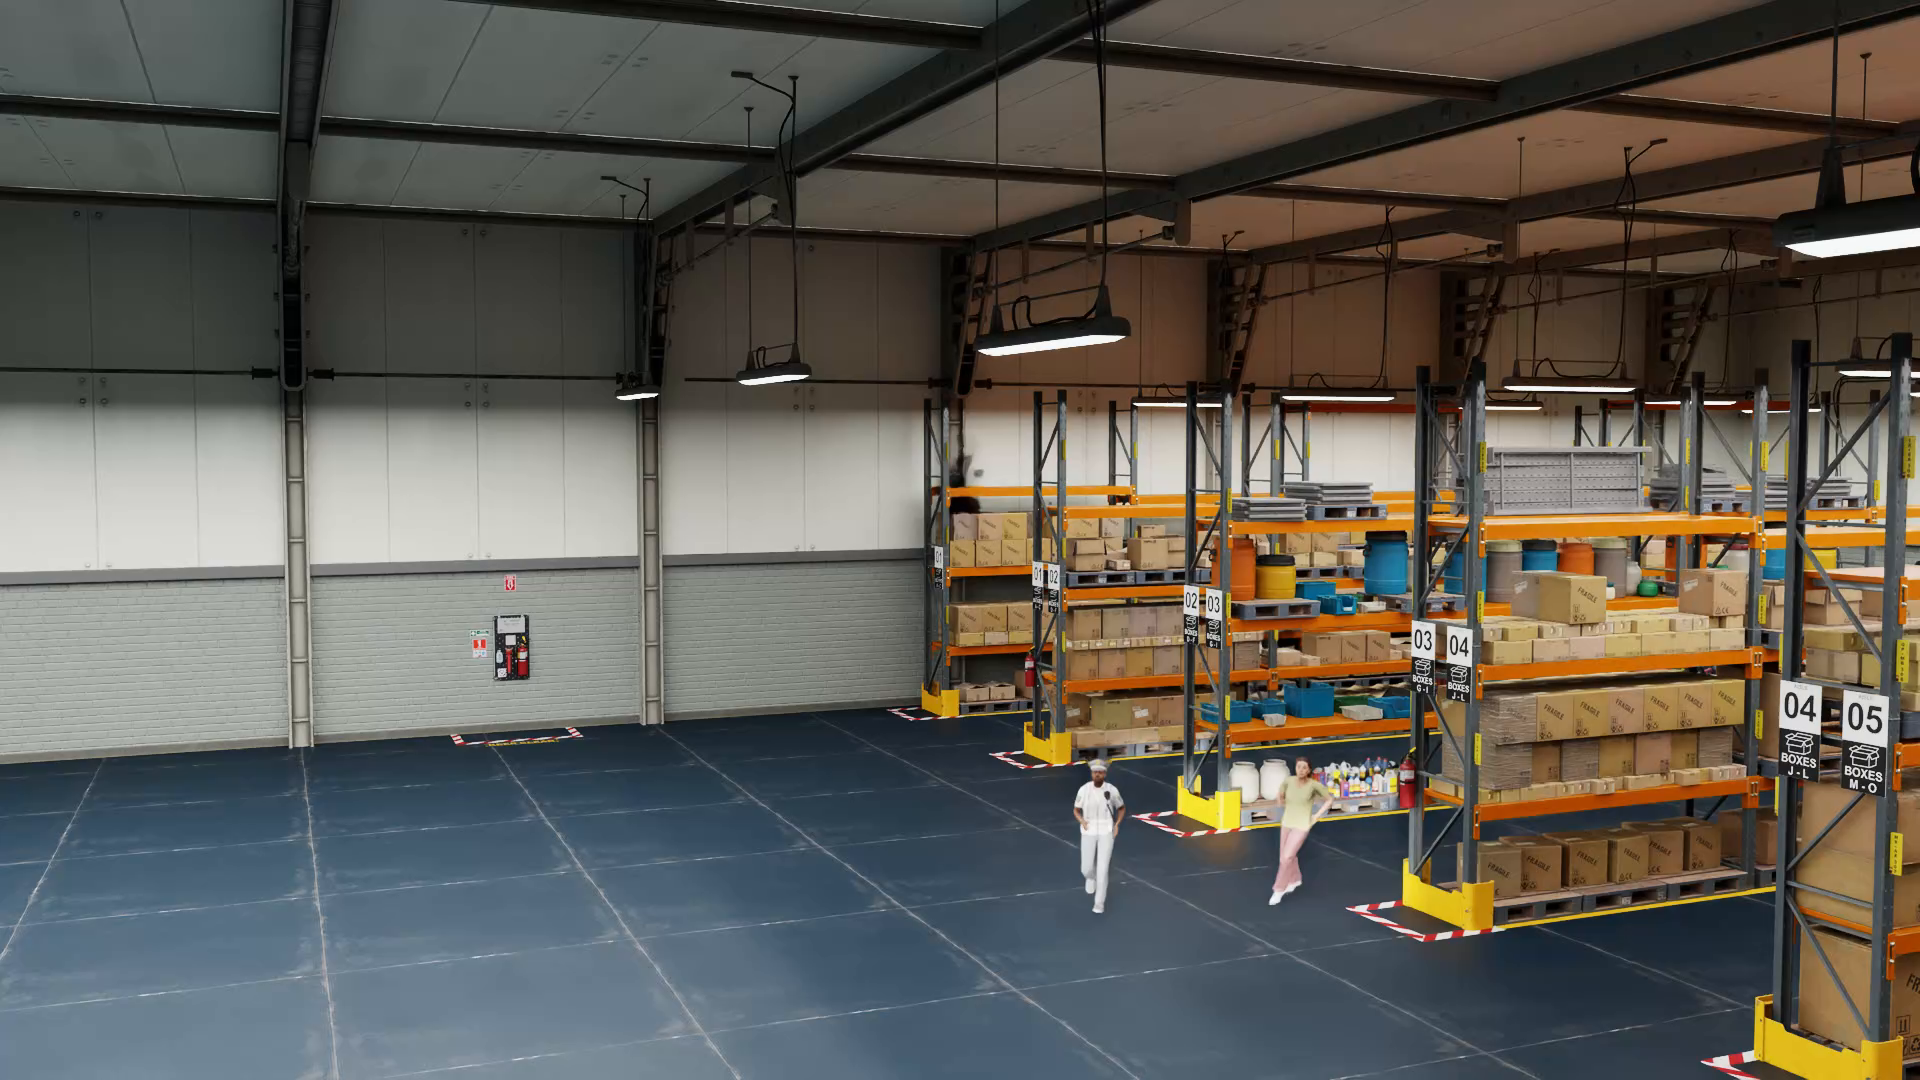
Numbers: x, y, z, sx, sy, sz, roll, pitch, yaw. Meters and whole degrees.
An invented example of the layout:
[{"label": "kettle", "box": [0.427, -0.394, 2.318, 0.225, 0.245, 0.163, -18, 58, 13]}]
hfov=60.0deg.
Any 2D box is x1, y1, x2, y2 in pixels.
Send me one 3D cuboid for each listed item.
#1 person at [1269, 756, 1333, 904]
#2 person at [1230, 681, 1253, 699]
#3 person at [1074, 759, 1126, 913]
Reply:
[{"label": "person", "box": [3.826, 3.246, 18.677, 0.586, 1.681, 0.687, 3, 5, 44]}, {"label": "person", "box": [5.164, 2.438, 30.992, 0.880, 1.797, 0.686, -2, 4, -29]}, {"label": "person", "box": [1.550, 3.247, 18.473, 0.581, 1.649, 0.703, 1, 3, 9]}]
